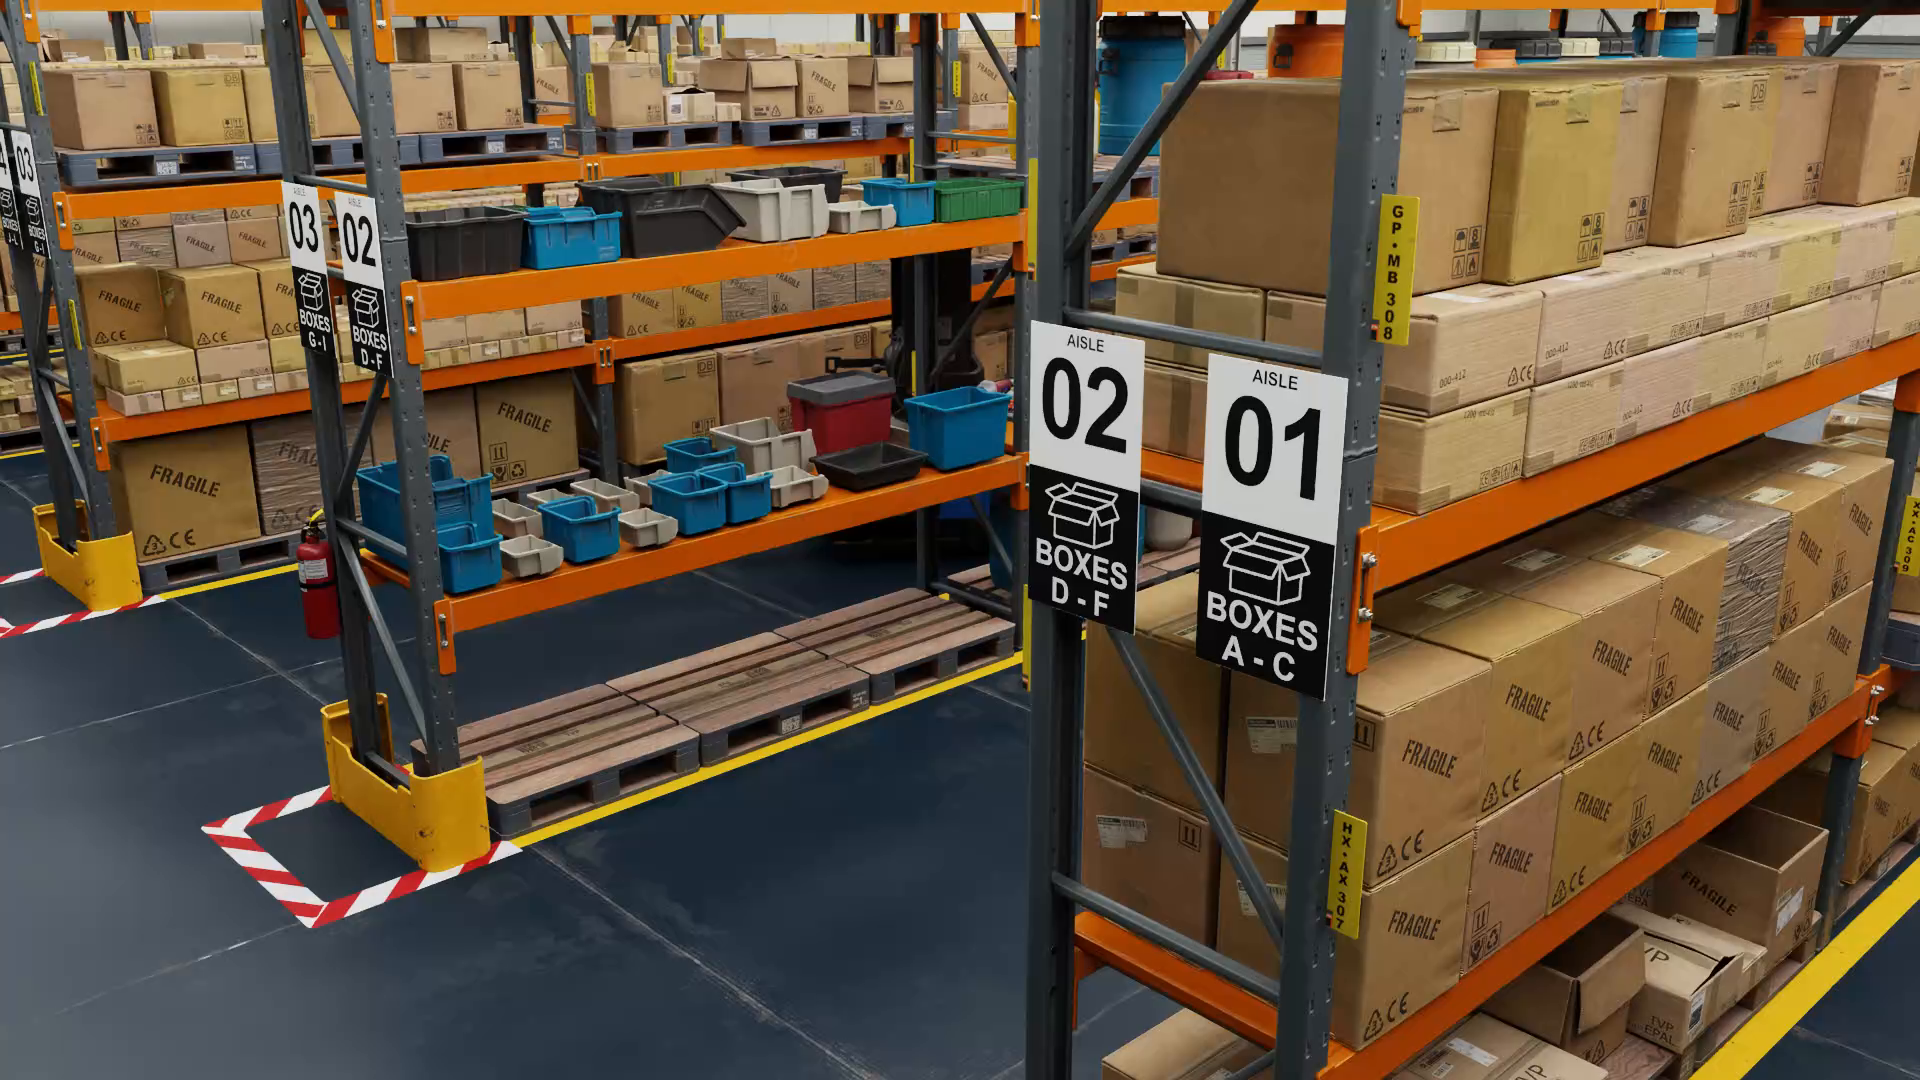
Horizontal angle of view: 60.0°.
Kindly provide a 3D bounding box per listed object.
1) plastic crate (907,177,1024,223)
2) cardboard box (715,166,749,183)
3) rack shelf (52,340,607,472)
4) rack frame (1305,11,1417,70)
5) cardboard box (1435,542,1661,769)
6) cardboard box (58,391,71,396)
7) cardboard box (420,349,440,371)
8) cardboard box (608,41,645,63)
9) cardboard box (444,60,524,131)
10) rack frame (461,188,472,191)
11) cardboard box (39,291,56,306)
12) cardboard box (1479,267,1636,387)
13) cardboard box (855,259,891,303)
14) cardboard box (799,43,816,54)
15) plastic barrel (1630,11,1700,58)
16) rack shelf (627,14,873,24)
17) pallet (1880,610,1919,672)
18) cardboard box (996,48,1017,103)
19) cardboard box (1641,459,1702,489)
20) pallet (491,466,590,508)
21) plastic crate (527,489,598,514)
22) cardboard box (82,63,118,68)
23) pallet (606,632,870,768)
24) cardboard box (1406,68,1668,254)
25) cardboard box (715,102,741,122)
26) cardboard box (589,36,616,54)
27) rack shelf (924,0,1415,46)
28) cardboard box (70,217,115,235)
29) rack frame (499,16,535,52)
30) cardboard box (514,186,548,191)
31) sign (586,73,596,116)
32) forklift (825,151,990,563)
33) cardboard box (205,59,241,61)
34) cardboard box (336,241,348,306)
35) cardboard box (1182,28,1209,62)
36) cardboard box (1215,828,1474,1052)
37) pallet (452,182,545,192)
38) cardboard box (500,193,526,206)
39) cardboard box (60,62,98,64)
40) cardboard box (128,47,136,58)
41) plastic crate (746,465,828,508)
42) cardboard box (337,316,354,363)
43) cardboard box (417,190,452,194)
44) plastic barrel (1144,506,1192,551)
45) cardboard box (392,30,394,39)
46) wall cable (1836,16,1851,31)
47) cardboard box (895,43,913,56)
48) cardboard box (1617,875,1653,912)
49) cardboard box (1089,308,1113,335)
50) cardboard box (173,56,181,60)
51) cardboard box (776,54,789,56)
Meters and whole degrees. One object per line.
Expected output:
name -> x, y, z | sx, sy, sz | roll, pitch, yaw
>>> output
plastic crate -> -0.008, -2.003, 9.779 | 0.662, 0.188, 0.450 | -16, 24, -41
cardboard box -> -3.039, -4.648, 20.675 | 0.500, 0.500, 0.700 | -17, 24, -42
rack shelf -> -4.764, -1.178, 12.922 | 4.000, 0.370, 1.077 | -16, 24, -41
rack frame -> 2.999, -4.536, 12.383 | 0.127, 3.000, 1.000 | -16, 24, -41
cardboard box -> 1.832, 0.349, 5.263 | 0.500, 0.500, 0.500 | -16, 24, -40
cardboard box -> -8.639, -1.385, 15.853 | 0.250, 0.149, 0.380 | -16, 24, -40
cardboard box -> -4.240, -1.414, 12.891 | 0.250, 0.149, 0.380 | -17, 24, -42
cardboard box -> -3.854, -5.619, 19.186 | 0.258, 0.266, 0.396 | -16, 24, -41
cardboard box -> -3.838, -3.487, 13.007 | 0.700, 0.500, 0.500 | 16, 24, 41
rack frame -> -7.212, -5.013, 23.582 | 0.127, 3.000, 1.000 | -16, 24, -41
cardboard box -> -8.607, -2.299, 15.620 | 0.250, 0.149, 0.380 | -15, 23, -38
cardboard box -> 1.507, -0.624, 4.615 | 0.500, 0.250, 0.500 | -16, 24, -41
cardboard box -> -0.958, -2.575, 15.901 | 0.500, 0.500, 0.500 | -17, 24, -41
cardboard box -> -2.534, -7.924, 26.813 | 0.250, 0.149, 0.380 | -15, 24, -39
plastic barrel -> 6.702, -4.581, 15.895 | 0.708, 0.901, 0.600 | -16, 24, -41
rack shelf -> -2.285, -6.670, 20.781 | 4.000, 0.370, 1.077 | -16, 24, -41
pallet -> 4.149, 0.223, 7.745 | 1.213, 0.211, 1.003 | -16, 24, -41
cardboard box -> 0.485, -4.653, 16.635 | 0.500, 0.500, 0.500 | -16, 24, -40
cardboard box -> 2.583, -0.100, 6.648 | 0.500, 0.500, 0.500 | 17, 25, 42
pallet -> -3.917, -0.474, 14.105 | 1.213, 0.211, 1.003 | -16, 24, -41
plastic crate -> -2.125, -0.161, 8.949 | 0.243, 0.136, 0.396 | -16, 24, -41
cardboard box -> -8.010, -4.353, 15.469 | 0.250, 0.149, 0.380 | -15, 23, -39
pallet -> -1.302, 0.916, 9.816 | 1.213, 0.211, 1.003 | -16, 24, -41
cardboard box -> 1.660, -1.155, 5.038 | 0.500, 0.500, 0.700 | -16, 24, -41
cardboard box -> -2.125, -3.733, 14.499 | 0.380, 0.149, 0.250 | 17, 24, 42
cardboard box -> -5.366, -7.281, 24.466 | 0.500, 0.250, 0.500 | -16, 24, -40
rack shelf -> 1.546, -3.579, 11.249 | 4.000, 0.370, 1.077 | -16, 24, -41
cardboard box -> -8.287, -3.144, 15.551 | 0.500, 0.500, 0.500 | -17, 25, -42
rack frame -> -7.719, -9.826, 28.699 | 0.127, 3.000, 1.000 | -16, 24, -41
cardboard box -> -4.970, -4.011, 19.255 | 0.250, 0.149, 0.380 | -15, 23, -38
sign -> -2.928, -3.531, 13.181 | 0.005, 0.325, 0.100 | -16, 24, -41
forklift -> -0.668, -1.397, 12.540 | 3.031, 2.935, 1.130 | -2, 18, -7
cardboard box -> -7.386, -4.737, 16.653 | 0.250, 0.149, 0.380 | -17, 24, -41
cardboard box -> -4.572, -2.113, 13.183 | 0.500, 0.500, 0.500 | 17, 25, 42
cardboard box -> 2.654, -5.646, 19.216 | 0.500, 0.500, 0.500 | 17, 25, 42
cardboard box -> 1.090, 1.042, 4.746 | 0.500, 0.500, 0.500 | -16, 24, -40
pallet -> -6.768, -5.096, 24.151 | 1.003, 0.211, 1.213 | -16, 24, -41
cardboard box -> -4.910, -3.753, 18.458 | 0.250, 0.149, 0.380 | -15, 23, -39
cardboard box -> -8.378, -4.470, 15.831 | 0.380, 0.149, 0.250 | 17, 25, 42
cardboard box -> -12.341, -7.182, 24.492 | 0.250, 0.149, 0.380 | -16, 24, -40
plastic crate -> -0.966, -0.301, 9.380 | 0.466, 0.136, 0.293 | -16, 24, -41
cardboard box -> -4.566, -1.537, 12.623 | 0.500, 0.250, 0.500 | -17, 24, -42
cardboard box -> -7.402, -4.776, 23.095 | 0.500, 0.250, 0.500 | 17, 24, 42
plastic barrel -> 1.486, -0.212, 12.127 | 0.421, 0.512, 0.421 | 0, 18, 0
cardboard box -> -9.634, -8.074, 27.156 | 0.500, 0.500, 0.700 | -17, 24, -42
wall cable -> 25.421, -16.899, 45.003 | 0.169, 6.003, 2.305 | -16, 24, -41
cardboard box -> -0.650, -6.679, 22.774 | 0.500, 0.250, 0.500 | -17, 24, -41
cardboard box -> 3.039, 1.387, 7.490 | 0.500, 0.311, 0.500 | -16, 24, -41
cardboard box -> 1.276, -2.319, 18.613 | 0.700, 0.500, 0.500 | 15, 23, 39
cardboard box -> -11.999, -7.383, 25.624 | 0.250, 0.149, 0.380 | -17, 24, -42
cardboard box -> -3.057, -7.604, 26.471 | 0.500, 0.250, 0.500 | -16, 24, -40
